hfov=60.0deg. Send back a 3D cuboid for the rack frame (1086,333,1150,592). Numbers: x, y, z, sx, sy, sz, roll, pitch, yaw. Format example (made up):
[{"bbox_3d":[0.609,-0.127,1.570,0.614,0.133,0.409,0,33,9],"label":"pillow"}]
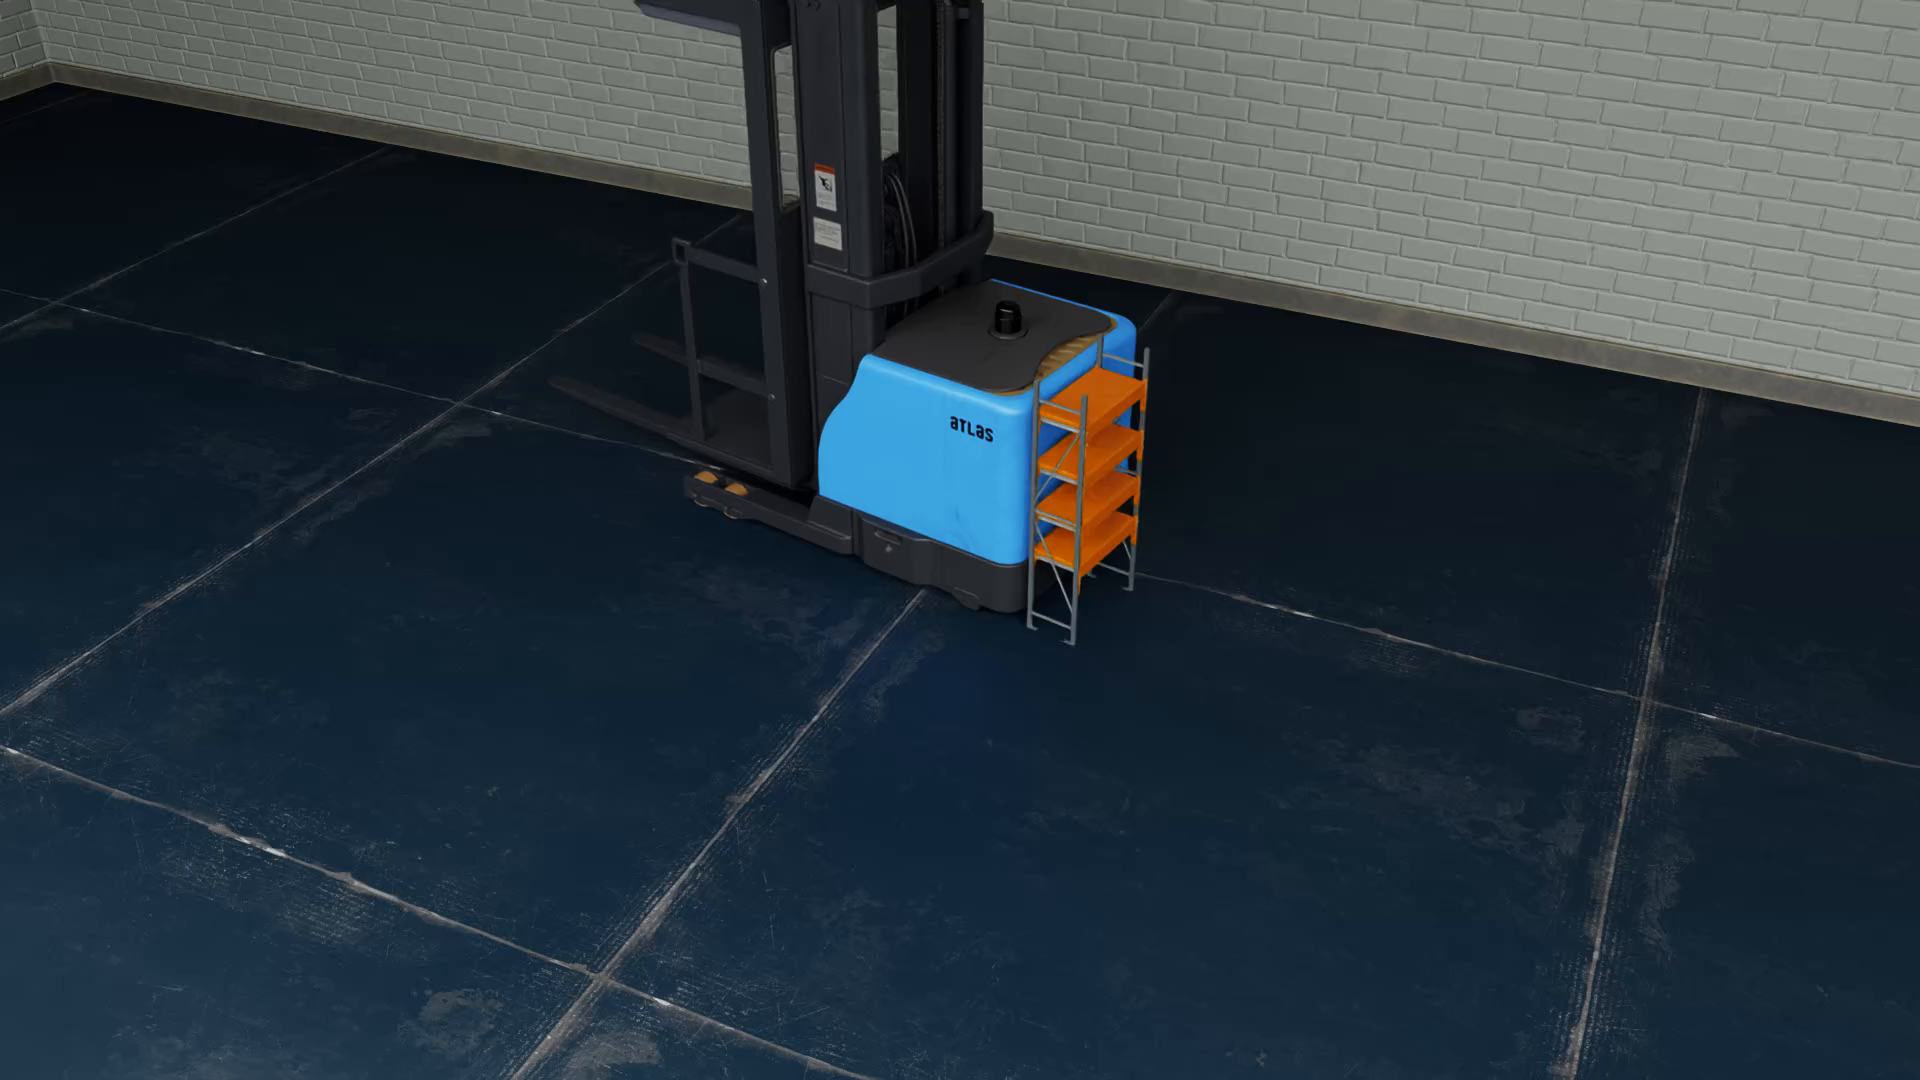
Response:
[{"bbox_3d":[0.670,-0.310,7.129,0.240,1.200,0.015,21,39,29],"label":"rack frame"}]

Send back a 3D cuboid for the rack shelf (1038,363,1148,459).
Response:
[{"bbox_3d":[0.531,-0.529,6.746,0.258,0.148,0.480,21,39,29],"label":"rack shelf"}]

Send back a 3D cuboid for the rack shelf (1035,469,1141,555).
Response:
[{"bbox_3d":[0.531,-0.144,6.998,0.258,0.148,0.480,21,39,29],"label":"rack shelf"}]

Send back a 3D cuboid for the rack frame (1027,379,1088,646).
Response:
[{"bbox_3d":[0.391,-0.091,6.794,0.240,1.200,0.015,21,39,29],"label":"rack frame"}]

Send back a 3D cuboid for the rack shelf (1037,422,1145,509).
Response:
[{"bbox_3d":[0.531,-0.331,6.875,0.258,0.148,0.480,21,39,29],"label":"rack shelf"}]

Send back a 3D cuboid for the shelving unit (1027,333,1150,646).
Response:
[{"bbox_3d":[0.531,-0.200,6.961,0.258,1.200,0.503,21,39,29],"label":"shelving unit"}]

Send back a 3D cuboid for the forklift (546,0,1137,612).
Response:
[{"bbox_3d":[-0.712,-1.541,7.428,3.031,2.935,1.130,21,39,29],"label":"forklift"}]

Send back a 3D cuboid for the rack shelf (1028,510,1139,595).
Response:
[{"bbox_3d":[0.530,0.022,7.107,0.258,0.148,0.480,21,39,29],"label":"rack shelf"}]
